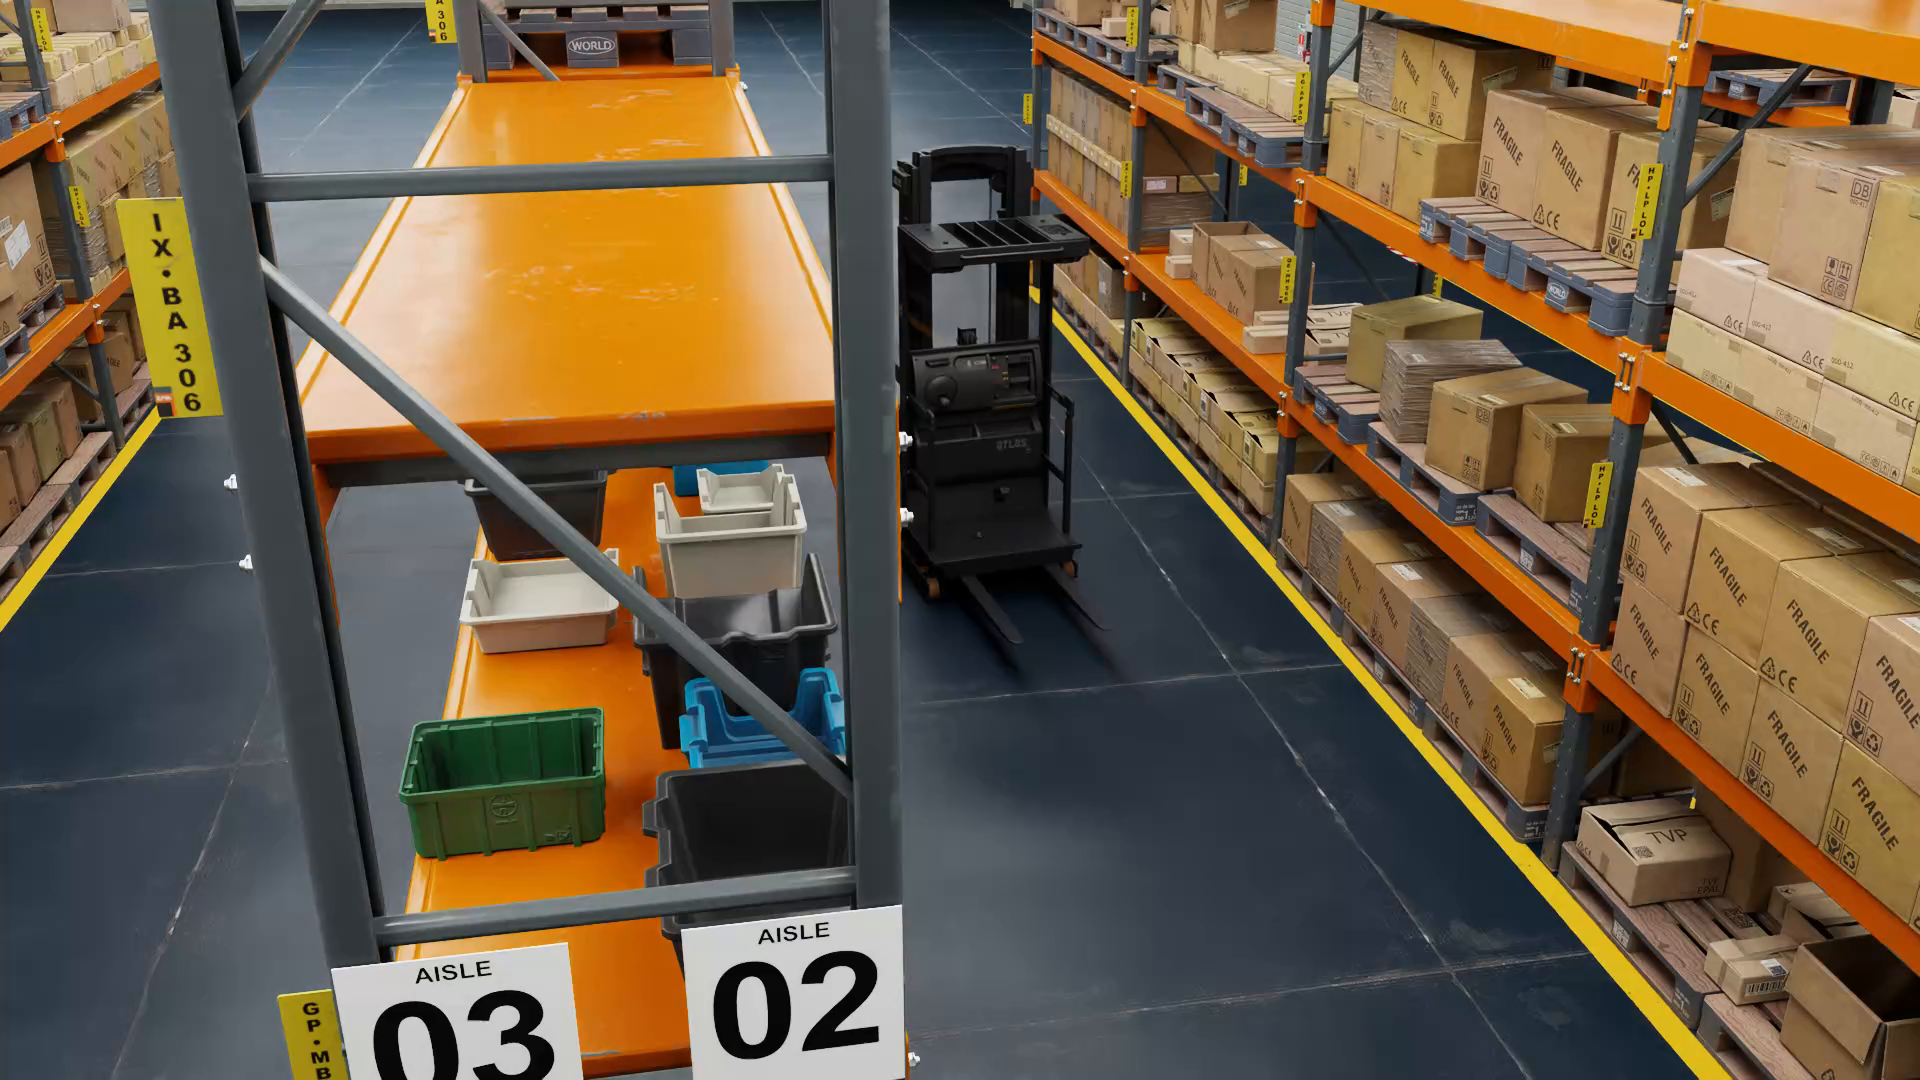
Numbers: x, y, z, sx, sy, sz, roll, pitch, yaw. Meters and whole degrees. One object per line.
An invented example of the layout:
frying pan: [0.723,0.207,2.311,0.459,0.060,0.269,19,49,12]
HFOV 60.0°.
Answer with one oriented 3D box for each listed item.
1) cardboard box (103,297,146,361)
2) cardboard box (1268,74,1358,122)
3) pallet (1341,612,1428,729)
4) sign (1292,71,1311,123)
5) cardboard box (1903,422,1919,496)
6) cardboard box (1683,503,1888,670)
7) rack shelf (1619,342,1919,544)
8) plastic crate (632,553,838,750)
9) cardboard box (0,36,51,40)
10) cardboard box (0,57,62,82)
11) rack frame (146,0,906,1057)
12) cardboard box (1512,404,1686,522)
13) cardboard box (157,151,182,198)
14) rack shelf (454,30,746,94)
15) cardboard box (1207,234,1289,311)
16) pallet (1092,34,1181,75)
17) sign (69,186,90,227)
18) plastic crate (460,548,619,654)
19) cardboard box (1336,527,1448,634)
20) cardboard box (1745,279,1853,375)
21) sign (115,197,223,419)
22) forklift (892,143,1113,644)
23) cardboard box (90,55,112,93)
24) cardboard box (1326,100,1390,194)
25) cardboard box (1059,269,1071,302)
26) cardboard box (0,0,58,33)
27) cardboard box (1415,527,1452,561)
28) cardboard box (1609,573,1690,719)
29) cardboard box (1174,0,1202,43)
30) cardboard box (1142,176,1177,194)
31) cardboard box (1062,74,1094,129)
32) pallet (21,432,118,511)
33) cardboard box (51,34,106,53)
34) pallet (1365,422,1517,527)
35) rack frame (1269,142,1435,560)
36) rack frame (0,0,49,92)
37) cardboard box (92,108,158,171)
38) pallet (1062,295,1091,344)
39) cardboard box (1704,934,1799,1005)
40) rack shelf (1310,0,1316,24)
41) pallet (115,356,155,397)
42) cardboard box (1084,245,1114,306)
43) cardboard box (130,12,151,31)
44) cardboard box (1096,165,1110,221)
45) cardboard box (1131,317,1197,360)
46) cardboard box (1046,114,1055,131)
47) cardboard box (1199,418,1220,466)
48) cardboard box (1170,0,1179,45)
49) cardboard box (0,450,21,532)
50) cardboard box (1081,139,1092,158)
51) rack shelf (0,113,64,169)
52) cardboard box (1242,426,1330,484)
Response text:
cardboard box: [-8.090,-2.026,15.983,0.500,0.500,0.500,-2,24,-5]
cardboard box: [2.532,-3.169,11.915,0.500,0.250,0.500,-4,24,-8]
pallet: [3.109,0.762,10.485,1.003,0.211,1.213,-4,24,-10]
sign: [2.239,-2.901,10.895,0.100,0.325,0.005,-4,24,-10]
cardboard box: [3.647,-0.224,5.698,0.500,0.250,0.500,-4,24,-10]
cardboard box: [3.432,0.187,6.943,0.500,0.500,0.500,-5,24,-11]
rack shelf: [3.895,0.024,5.842,1.077,0.370,4.000,-4,24,-10]
plastic crate: [-0.616,0.253,4.495,0.504,0.338,0.767,-4,24,-10]
cardboard box: [-8.246,-4.359,14.666,0.380,0.149,0.250,-5,24,-12]
cardboard box: [-7.448,-3.772,13.324,0.380,0.149,0.250,-5,24,-11]
rack frame: [-0.604,-0.529,2.460,1.000,3.000,0.127,-4,24,-10]
cardboard box: [3.468,-0.425,9.068,0.700,0.500,0.500,-1,24,-1]
cardboard box: [-8.145,-3.482,16.222,0.875,0.500,0.500,-4,24,-10]
rack shelf: [-1.713,-2.376,8.088,1.077,0.370,4.000,-4,24,-10]
cardboard box: [2.362,-2.203,13.664,0.500,0.500,0.500,-4,24,-10]
pallet: [1.863,-4.532,15.485,1.003,0.211,1.213,-4,24,-10]
sign: [-7.146,-2.706,13.494,0.100,0.325,0.005,-4,24,-10]
plastic crate: [-1.230,0.172,4.932,0.437,0.136,0.530,-4,24,-10]
cardboard box: [2.779,0.256,10.733,0.500,0.500,0.500,-5,24,-10]
cardboard box: [3.465,-0.847,6.499,0.500,0.250,0.500,-4,24,-10]
sign: [-1.141,-0.334,2.417,0.100,0.325,0.005,-4,24,-10]
forklift: [0.192,-1.105,11.361,1.130,2.935,3.031,-7,25,-16]
cardboard box: [-7.706,-4.039,14.432,0.500,0.250,0.500,-5,24,-12]
cardboard box: [2.899,-2.543,10.694,0.910,0.500,0.500,-4,24,-10]
cardboard box: [1.375,-2.750,17.952,0.500,0.250,0.500,-4,24,-10]
cardboard box: [-8.421,-4.888,15.069,0.500,0.500,0.500,-4,24,-10]
cardboard box: [3.285,0.207,10.845,0.500,0.500,0.500,-5,24,-12]
cardboard box: [3.352,0.457,7.574,0.500,0.500,0.500,-4,24,-8]
cardboard box: [2.121,-4.461,13.938,0.500,0.500,0.500,-4,24,-9]
cardboard box: [1.785,-3.299,15.363,0.380,0.149,0.250,-4,24,-10]
cardboard box: [1.492,-4.667,17.684,0.700,0.500,0.500,-5,24,-11]
pallet: [-7.545,-0.549,13.486,1.003,0.211,1.213,-4,24,-10]
cardboard box: [-7.807,-4.381,14.718,0.380,0.149,0.250,-4,24,-8]
pallet: [3.150,-0.439,9.990,1.003,0.211,1.213,-4,24,-10]
rack frame: [2.786,-1.291,11.702,1.000,3.000,0.127,-4,24,-10]
rack frame: [-7.690,-4.882,12.428,1.000,3.000,0.127,-4,24,-10]
cardboard box: [-7.897,-3.756,15.598,0.500,0.500,0.500,-4,24,-10]
pallet: [1.711,-2.384,17.687,1.003,0.211,1.213,-4,24,-10]
cardboard box: [3.560,1.899,7.386,0.380,0.166,0.250,-4,24,-10]
rack shelf: [2.416,-4.314,12.526,1.077,0.370,4.000,-4,24,-10]
pallet: [-8.078,-1.598,15.887,1.003,0.211,1.213,-4,24,-10]
cardboard box: [1.568,-2.701,16.903,0.500,0.500,0.500,-4,24,-10]
cardboard box: [-8.072,-5.109,16.384,0.380,0.149,0.250,-4,24,-10]
cardboard box: [1.765,-3.489,16.609,0.700,0.500,0.500,-4,24,-9]
cardboard box: [1.877,-1.873,15.244,0.500,0.311,0.500,-4,24,-10]
cardboard box: [1.167,-4.611,18.367,0.380,0.149,0.250,-4,24,-10]
cardboard box: [2.260,-0.813,13.518,0.500,0.250,0.500,-4,24,-9]
cardboard box: [2.212,-4.759,15.070,0.500,0.500,0.500,-2,24,-5]
cardboard box: [-7.321,-0.318,12.045,0.700,0.500,0.500,-2,24,-5]
cardboard box: [1.451,-4.006,16.982,0.380,0.149,0.250,-4,24,-9]
rack shelf: [-7.320,-2.391,11.371,1.077,0.370,4.000,-4,24,-10]
cardboard box: [2.447,-0.669,12.486,0.500,0.311,0.500,-4,24,-8]
